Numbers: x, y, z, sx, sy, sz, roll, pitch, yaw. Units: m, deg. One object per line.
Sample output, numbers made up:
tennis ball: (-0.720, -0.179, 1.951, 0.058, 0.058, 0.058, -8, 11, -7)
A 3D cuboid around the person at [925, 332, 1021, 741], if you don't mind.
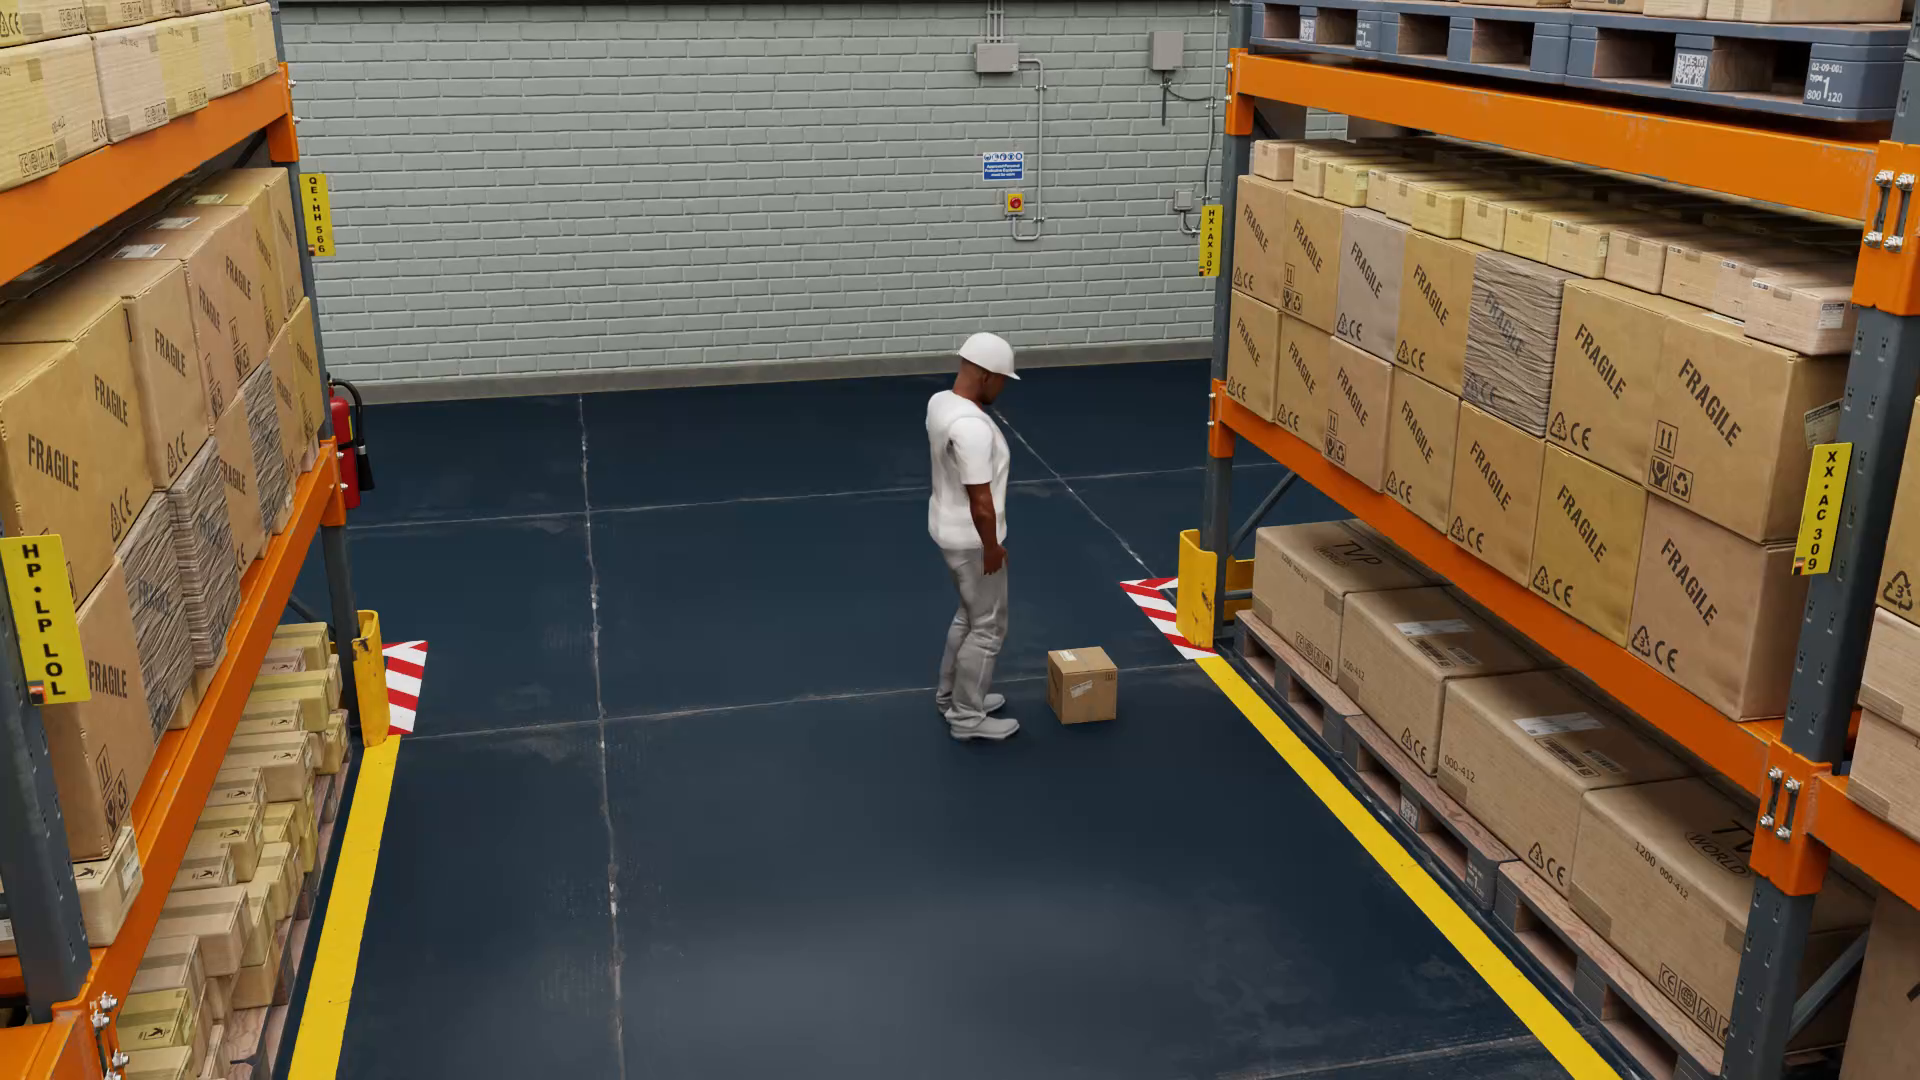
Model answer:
person: (0.063, -0.024, 7.130, 0.390, 1.748, 0.575, -4, 20, -11)
